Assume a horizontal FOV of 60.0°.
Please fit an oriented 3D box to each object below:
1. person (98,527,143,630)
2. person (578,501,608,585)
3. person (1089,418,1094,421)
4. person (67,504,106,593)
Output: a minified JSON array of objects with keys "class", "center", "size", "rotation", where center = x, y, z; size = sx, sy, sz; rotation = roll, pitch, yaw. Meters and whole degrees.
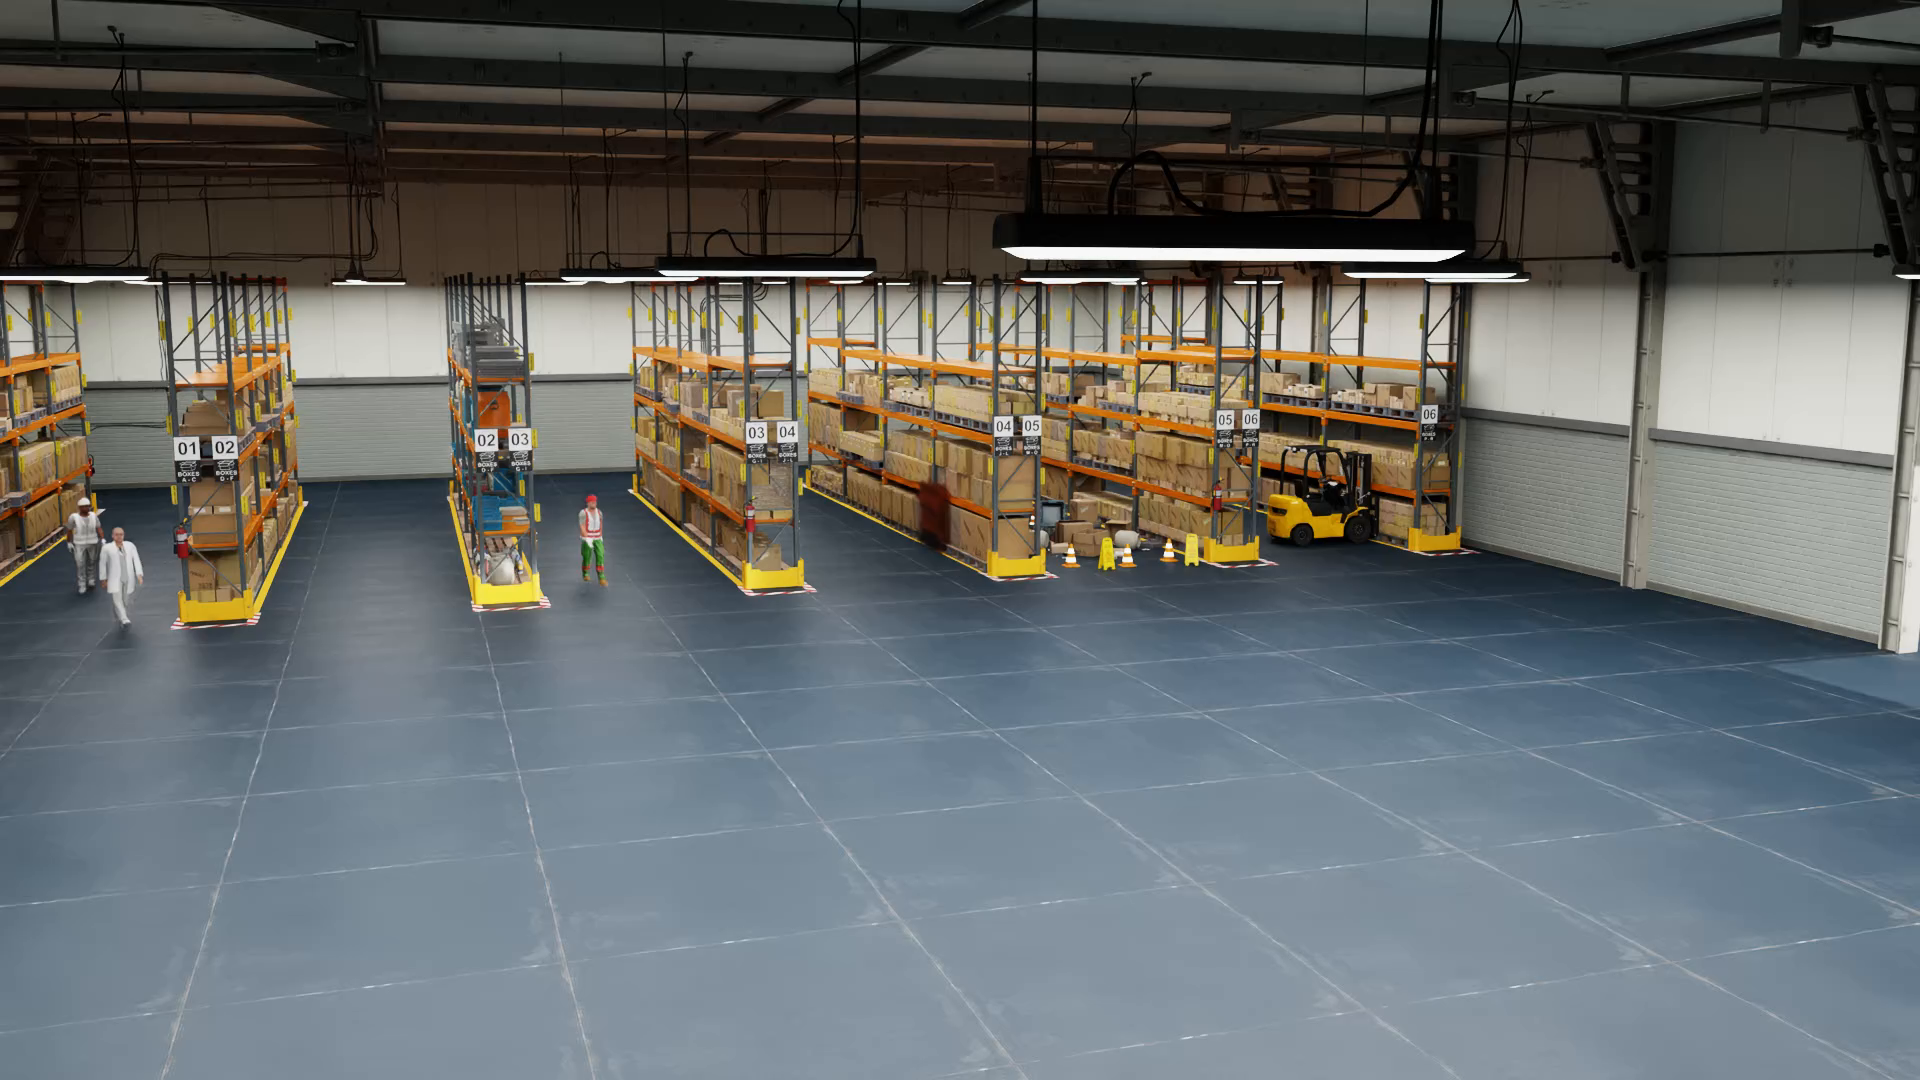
[{"class":"person","center":[-14.083,0.644,27.977],"size":[1.162,1.714,0.604],"rotation":[8,11,41]},{"class":"person","center":[-7.122,0.008,32.310],"size":[0.522,1.678,0.989],"rotation":[-6,10,-34]},{"class":"person","center":[4.286,-3.117,53.095],"size":[0.738,1.553,0.475],"rotation":[-4,9,-24]},{"class":"person","center":[-16.632,0.089,31.681],"size":[0.660,1.703,0.982],"rotation":[-5,10,-32]}]
